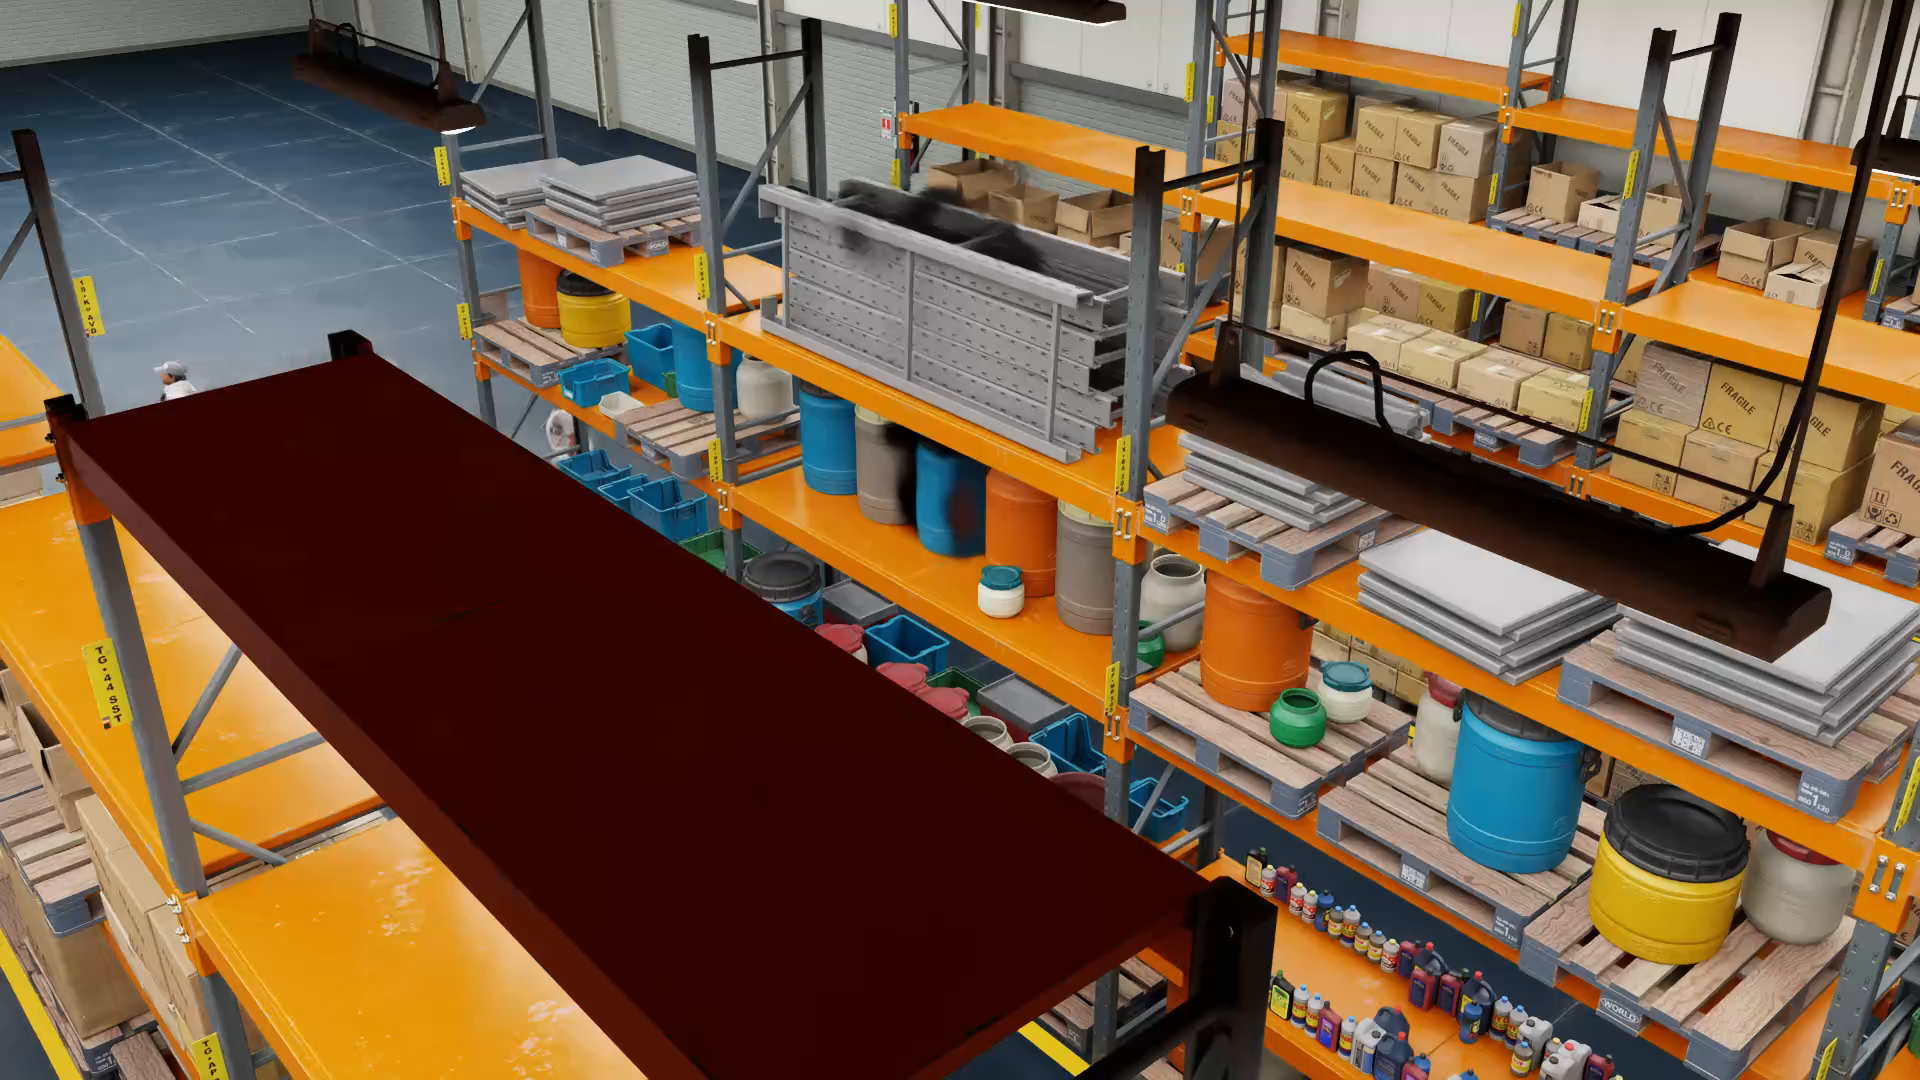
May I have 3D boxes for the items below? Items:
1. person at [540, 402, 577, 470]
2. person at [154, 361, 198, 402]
[{"bbox_3d":[-4.173,-0.907,17.426,0.819,1.752,0.682,9,28,17],"label":"person"},{"bbox_3d":[-8.432,-1.169,18.071,0.762,1.632,0.620,-8,28,-16],"label":"person"}]
